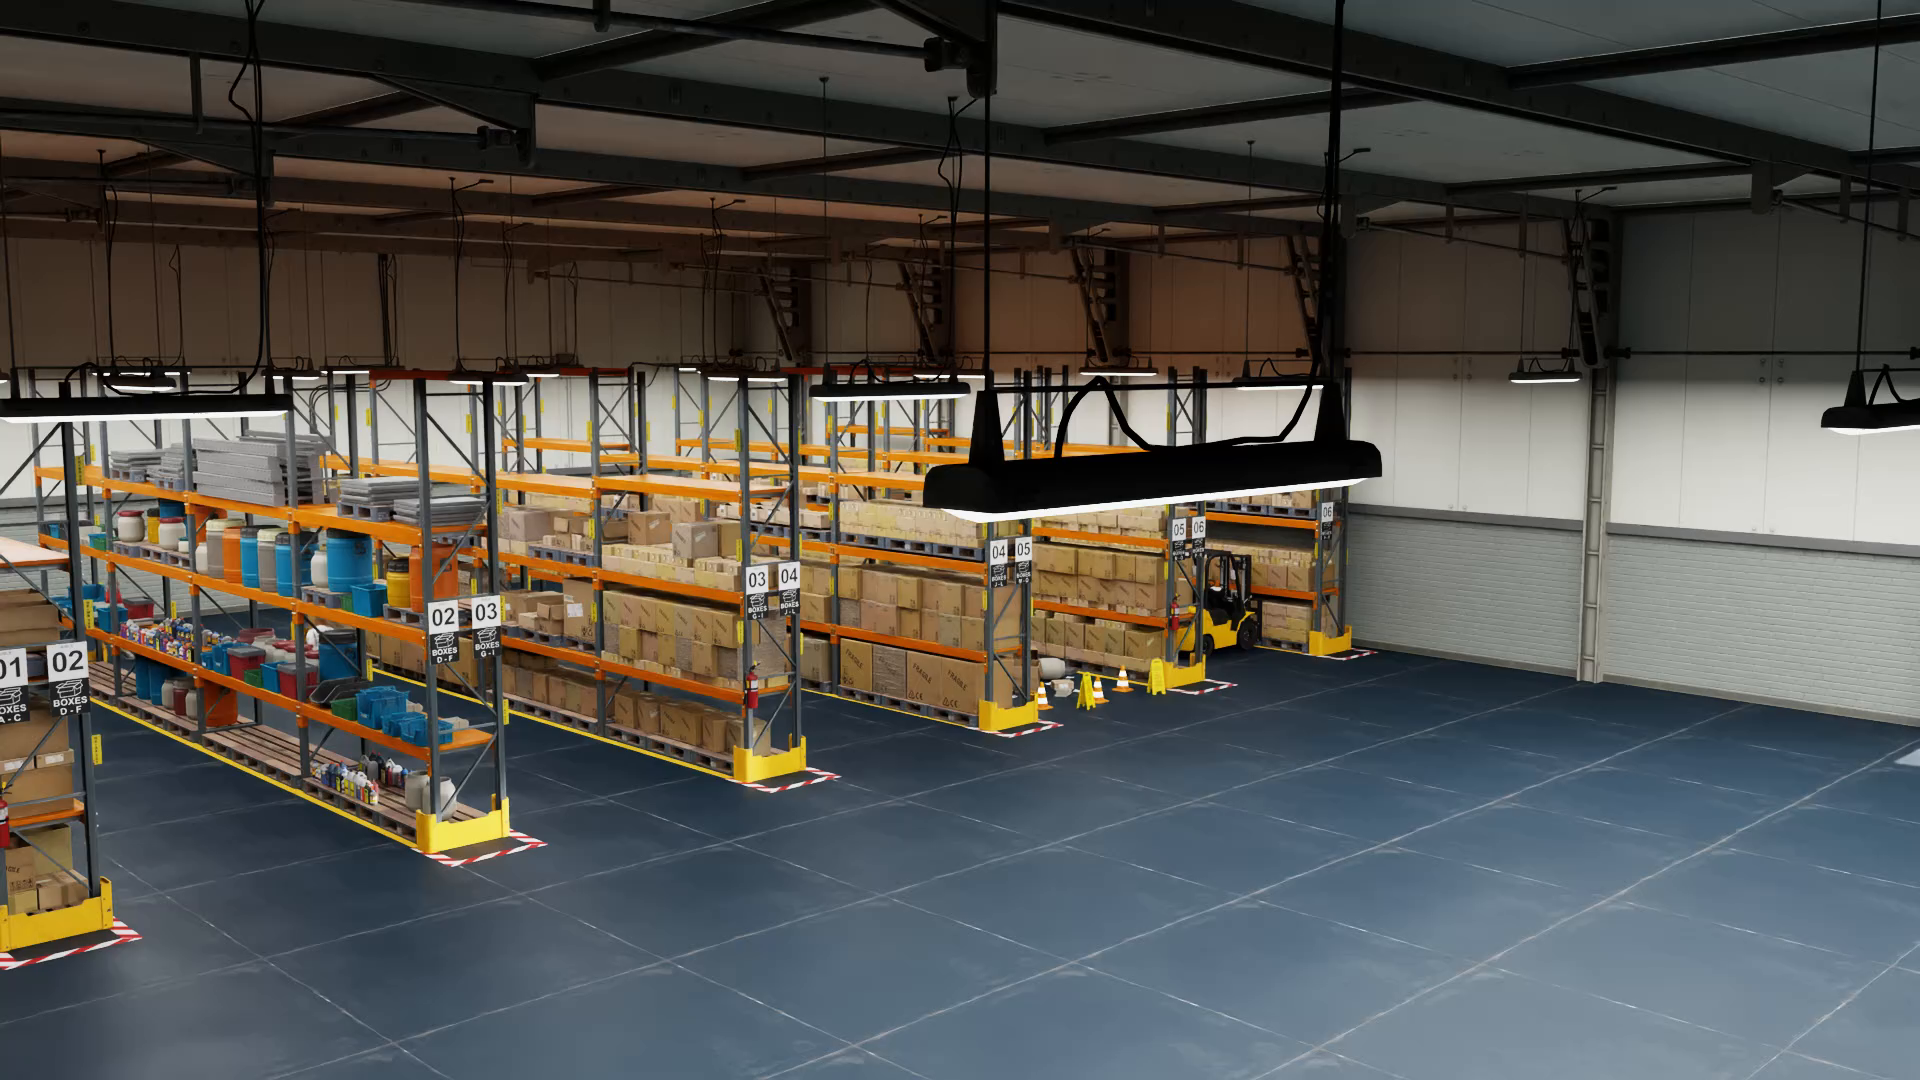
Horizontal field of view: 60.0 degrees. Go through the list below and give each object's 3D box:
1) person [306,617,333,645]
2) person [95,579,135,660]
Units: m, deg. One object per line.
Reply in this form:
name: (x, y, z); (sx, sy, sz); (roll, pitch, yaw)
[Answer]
person: (-11.229, 2.150, 29.277); (0.556, 1.755, 0.484); (-6, 9, -43)
person: (-17.405, 1.619, 34.275); (1.069, 1.667, 0.601); (1, 6, 5)
